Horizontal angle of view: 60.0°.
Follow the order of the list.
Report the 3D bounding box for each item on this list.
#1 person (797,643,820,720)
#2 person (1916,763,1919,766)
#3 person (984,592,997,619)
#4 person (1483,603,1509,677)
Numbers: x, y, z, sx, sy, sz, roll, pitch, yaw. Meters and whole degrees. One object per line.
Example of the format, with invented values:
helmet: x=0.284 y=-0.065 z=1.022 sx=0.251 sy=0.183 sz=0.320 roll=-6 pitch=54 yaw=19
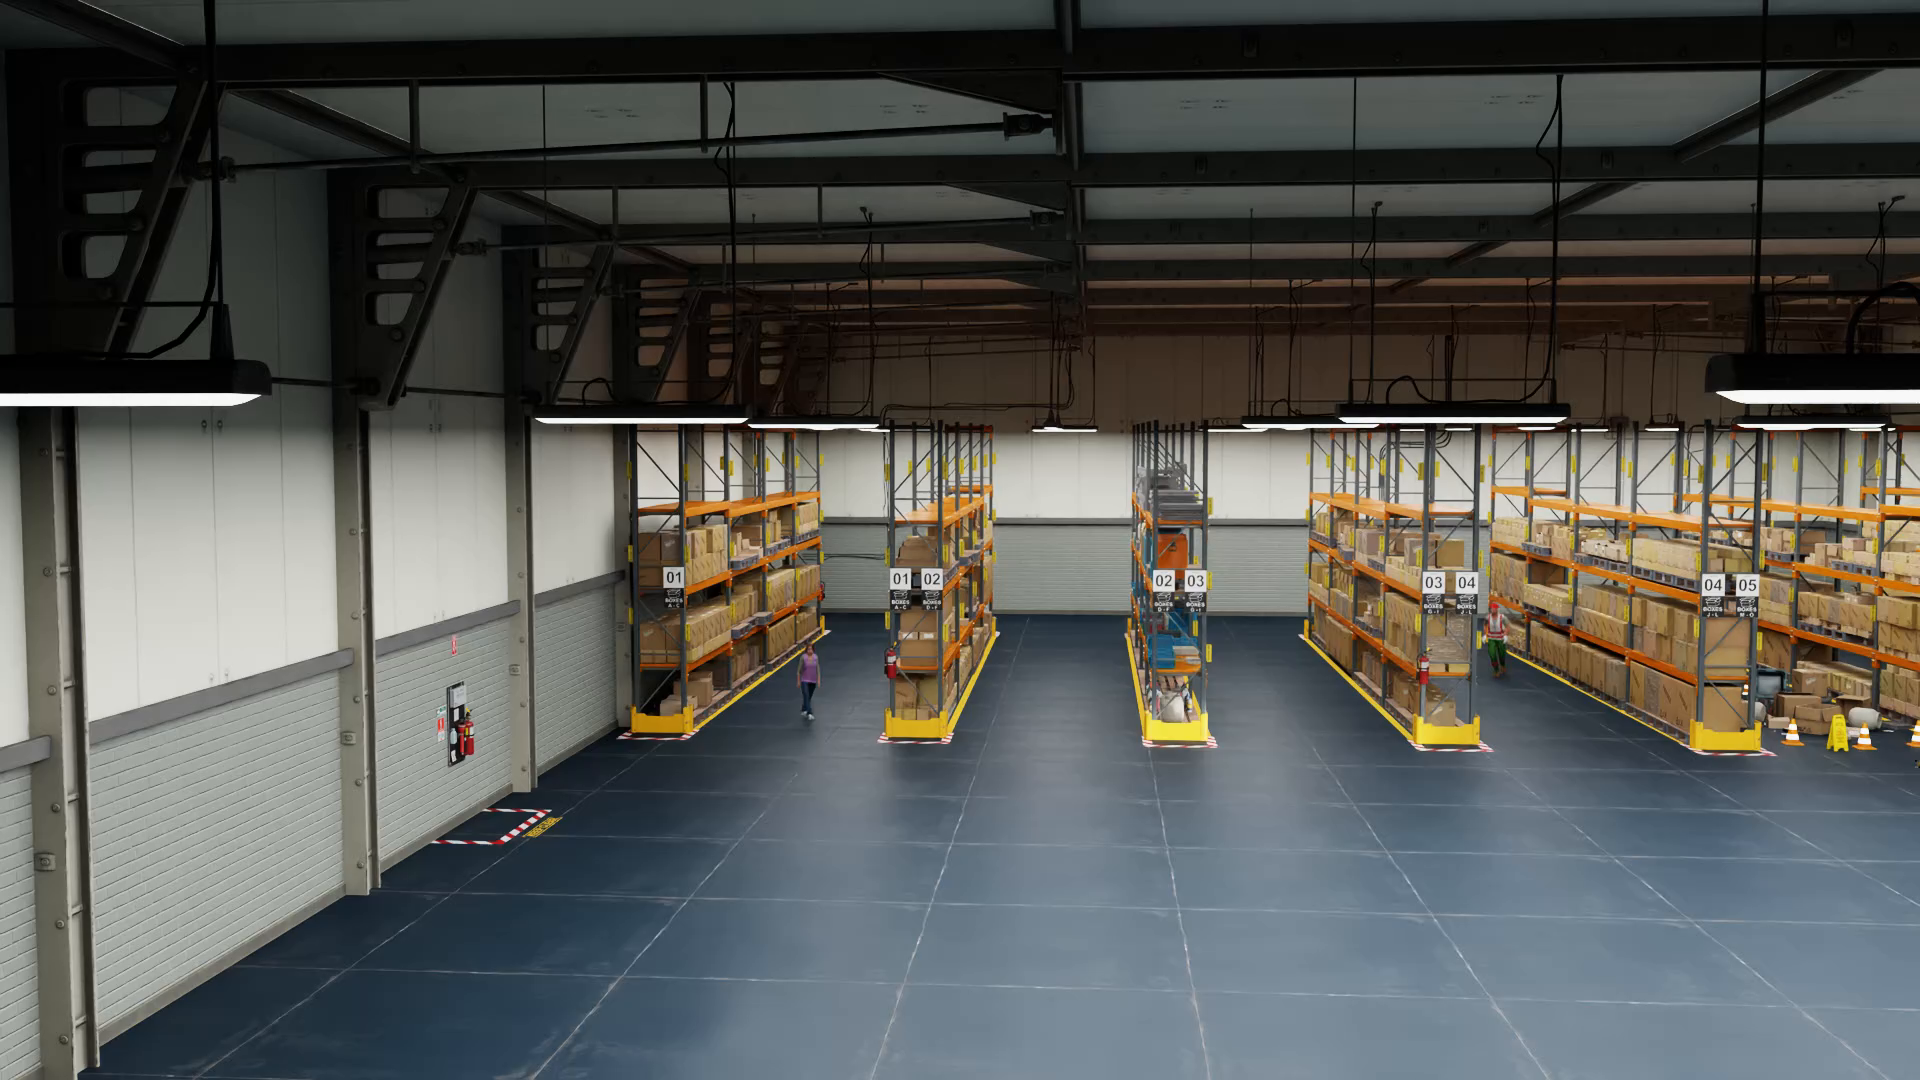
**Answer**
person: x=-3.004 y=2.825 z=33.240 sx=0.436 sy=1.536 sz=1.003 roll=-2 pitch=4 yaw=-31
person: x=16.893 y=3.053 z=28.469 sx=1.019 sy=1.731 sz=0.572 roll=0 pitch=4 yaw=4
person: x=0.676 y=1.578 z=51.475 sx=1.042 sy=1.727 sz=0.540 roll=1 pitch=4 yaw=22
person: x=12.749 y=2.349 z=39.518 sx=0.604 sy=1.757 sz=0.711 roll=2 pitch=4 yaw=25
